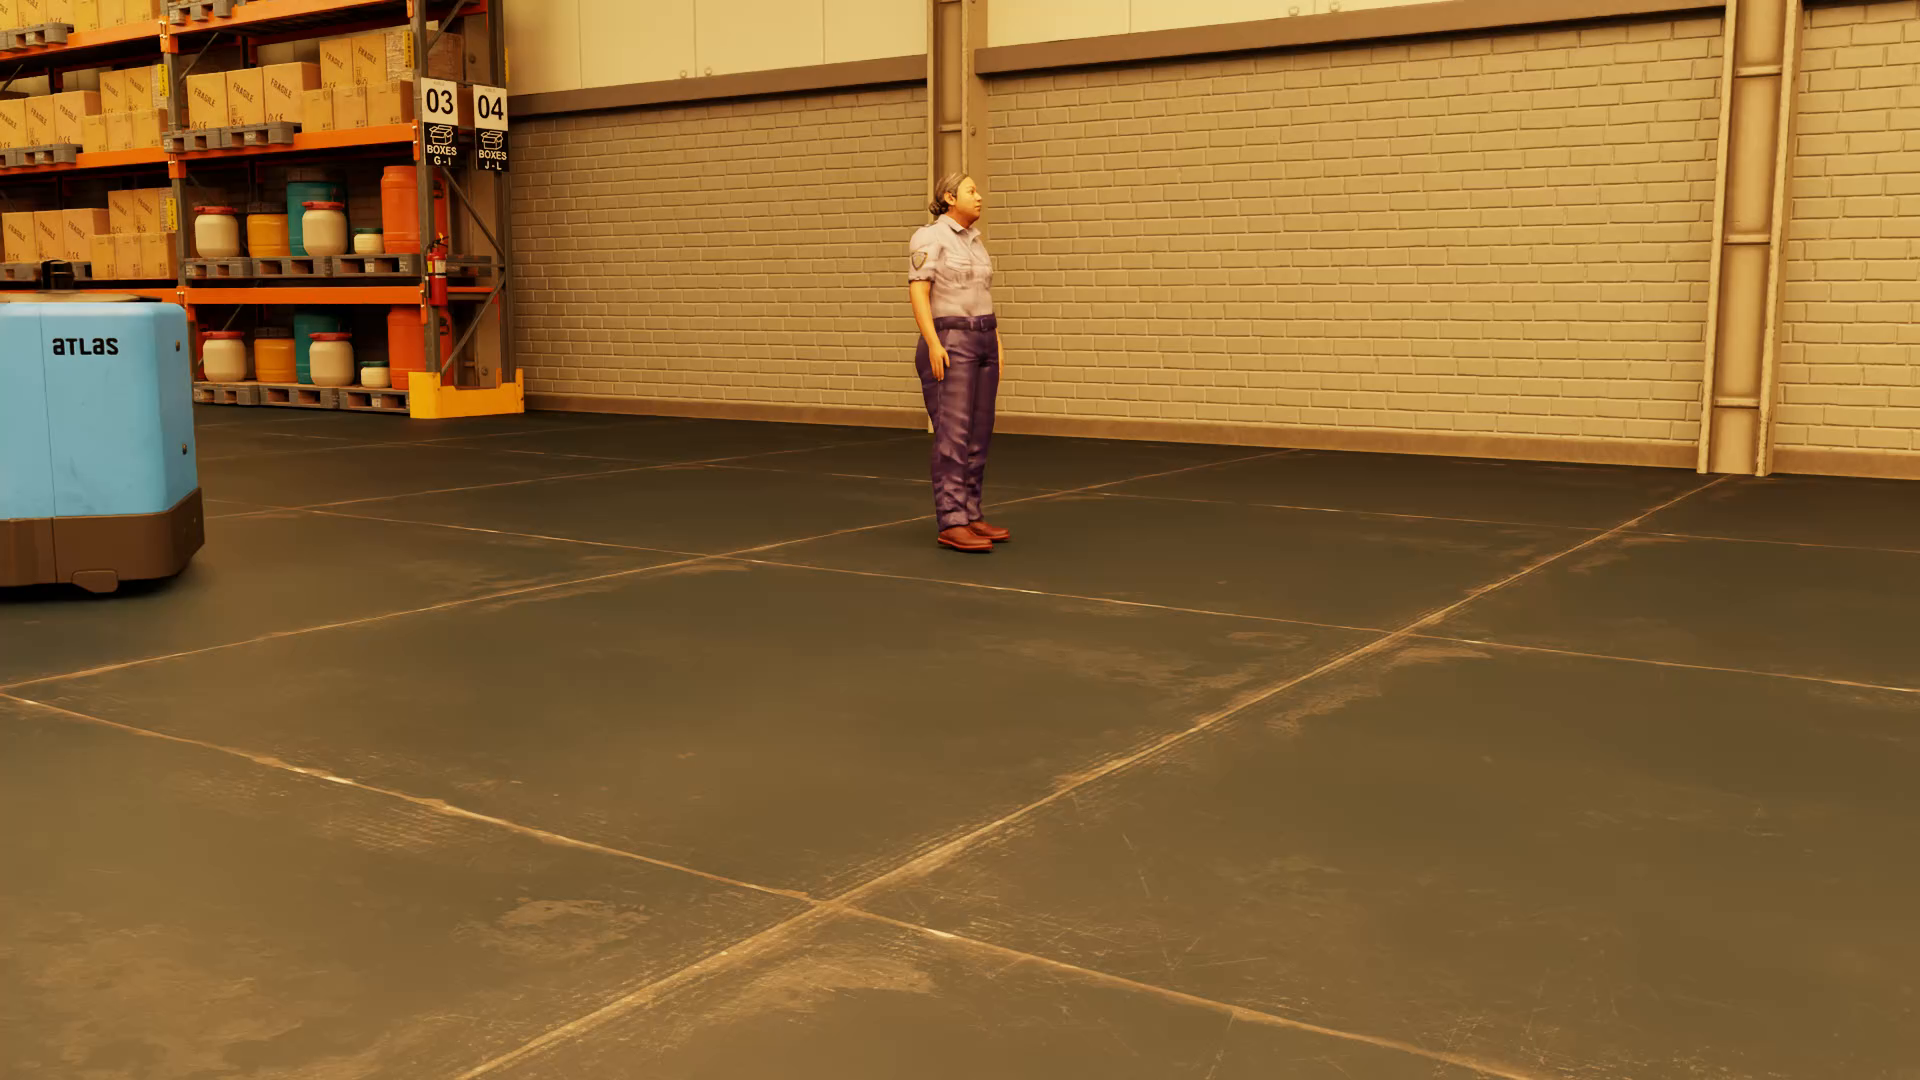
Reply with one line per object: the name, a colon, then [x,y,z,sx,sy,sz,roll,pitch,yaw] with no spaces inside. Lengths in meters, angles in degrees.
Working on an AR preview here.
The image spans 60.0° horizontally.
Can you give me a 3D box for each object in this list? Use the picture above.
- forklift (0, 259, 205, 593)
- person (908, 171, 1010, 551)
forklift: [-4.493,-1.245,5.947,3.031,2.935,1.130,-3,8,-17]
person: [0.061,-0.814,7.418,0.503,1.651,0.598,5,10,34]
